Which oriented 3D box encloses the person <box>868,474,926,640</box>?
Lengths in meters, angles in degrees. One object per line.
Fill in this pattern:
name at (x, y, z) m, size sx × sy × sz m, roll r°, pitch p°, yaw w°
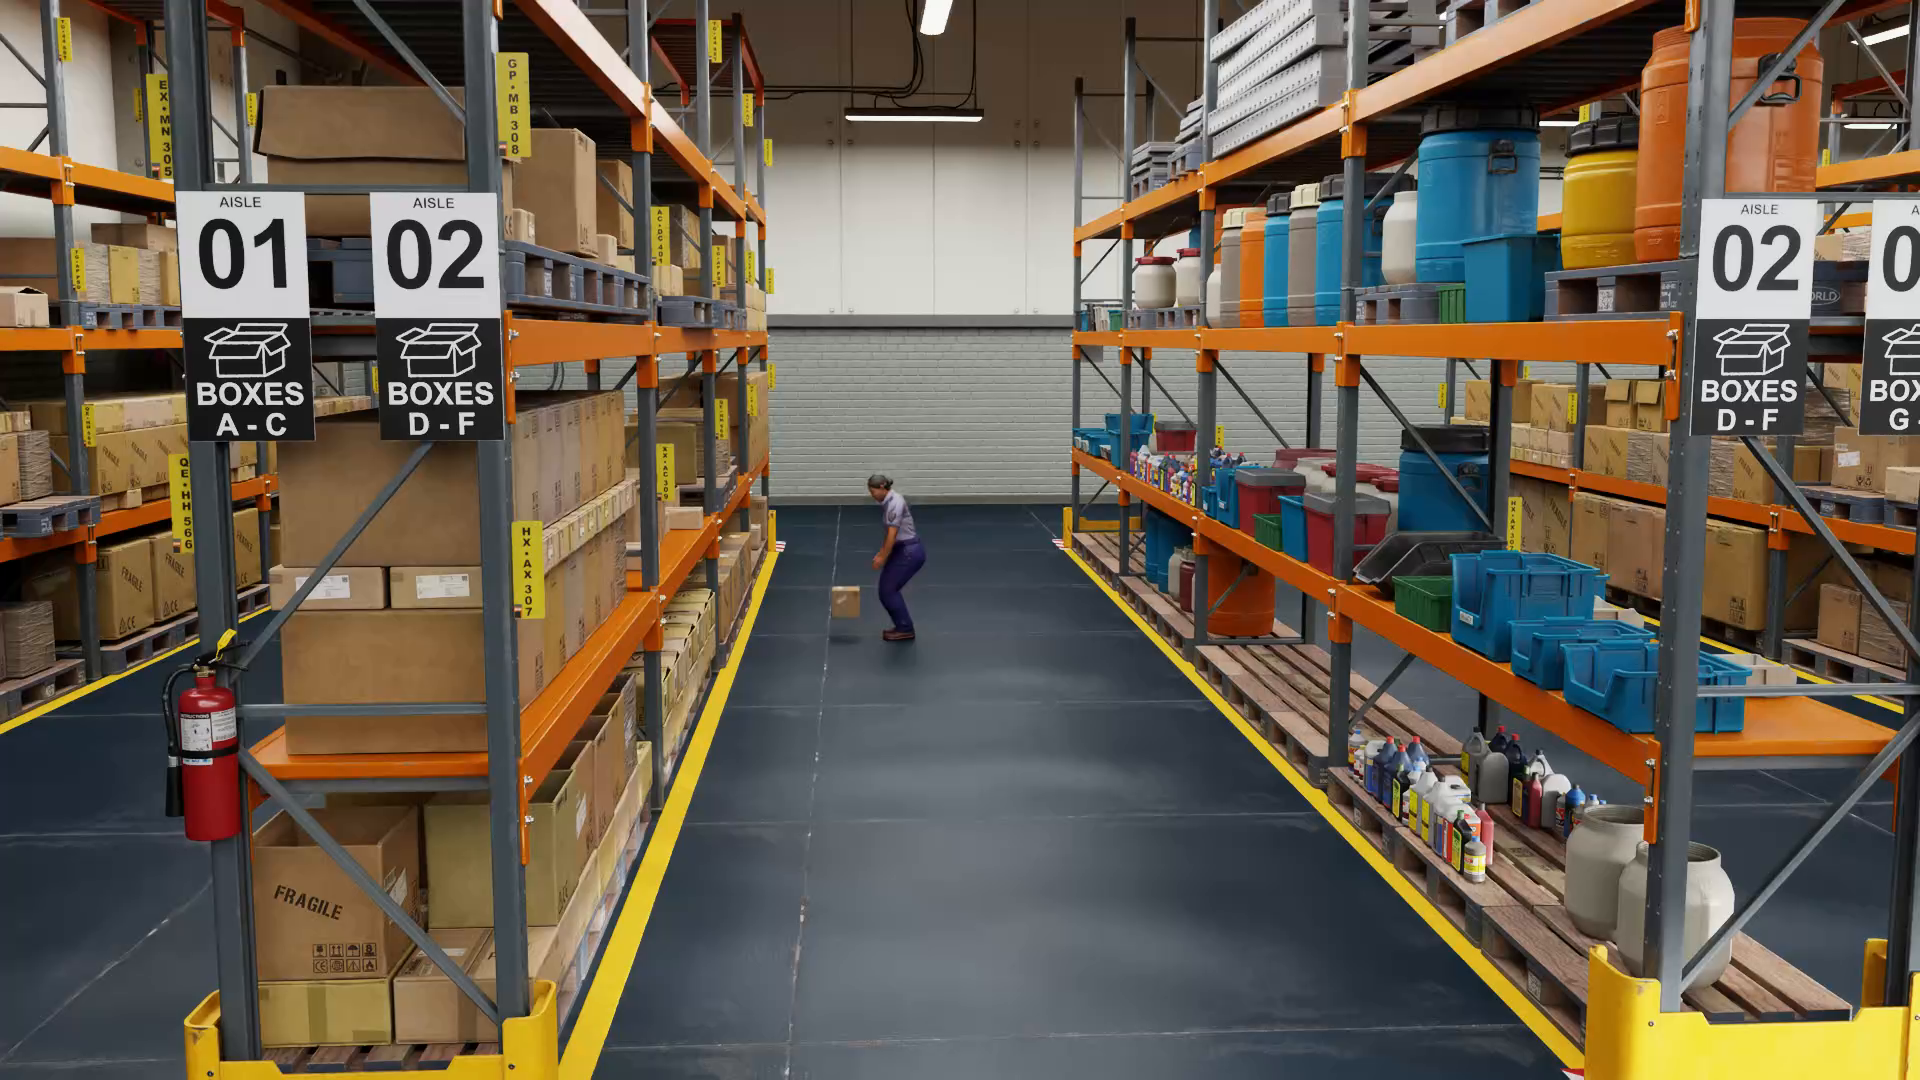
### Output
person at (-0.575, 0.151, 15.203) m, size 0.529 × 1.510 × 0.522 m, roll 0°, pitch 7°, yaw -3°
